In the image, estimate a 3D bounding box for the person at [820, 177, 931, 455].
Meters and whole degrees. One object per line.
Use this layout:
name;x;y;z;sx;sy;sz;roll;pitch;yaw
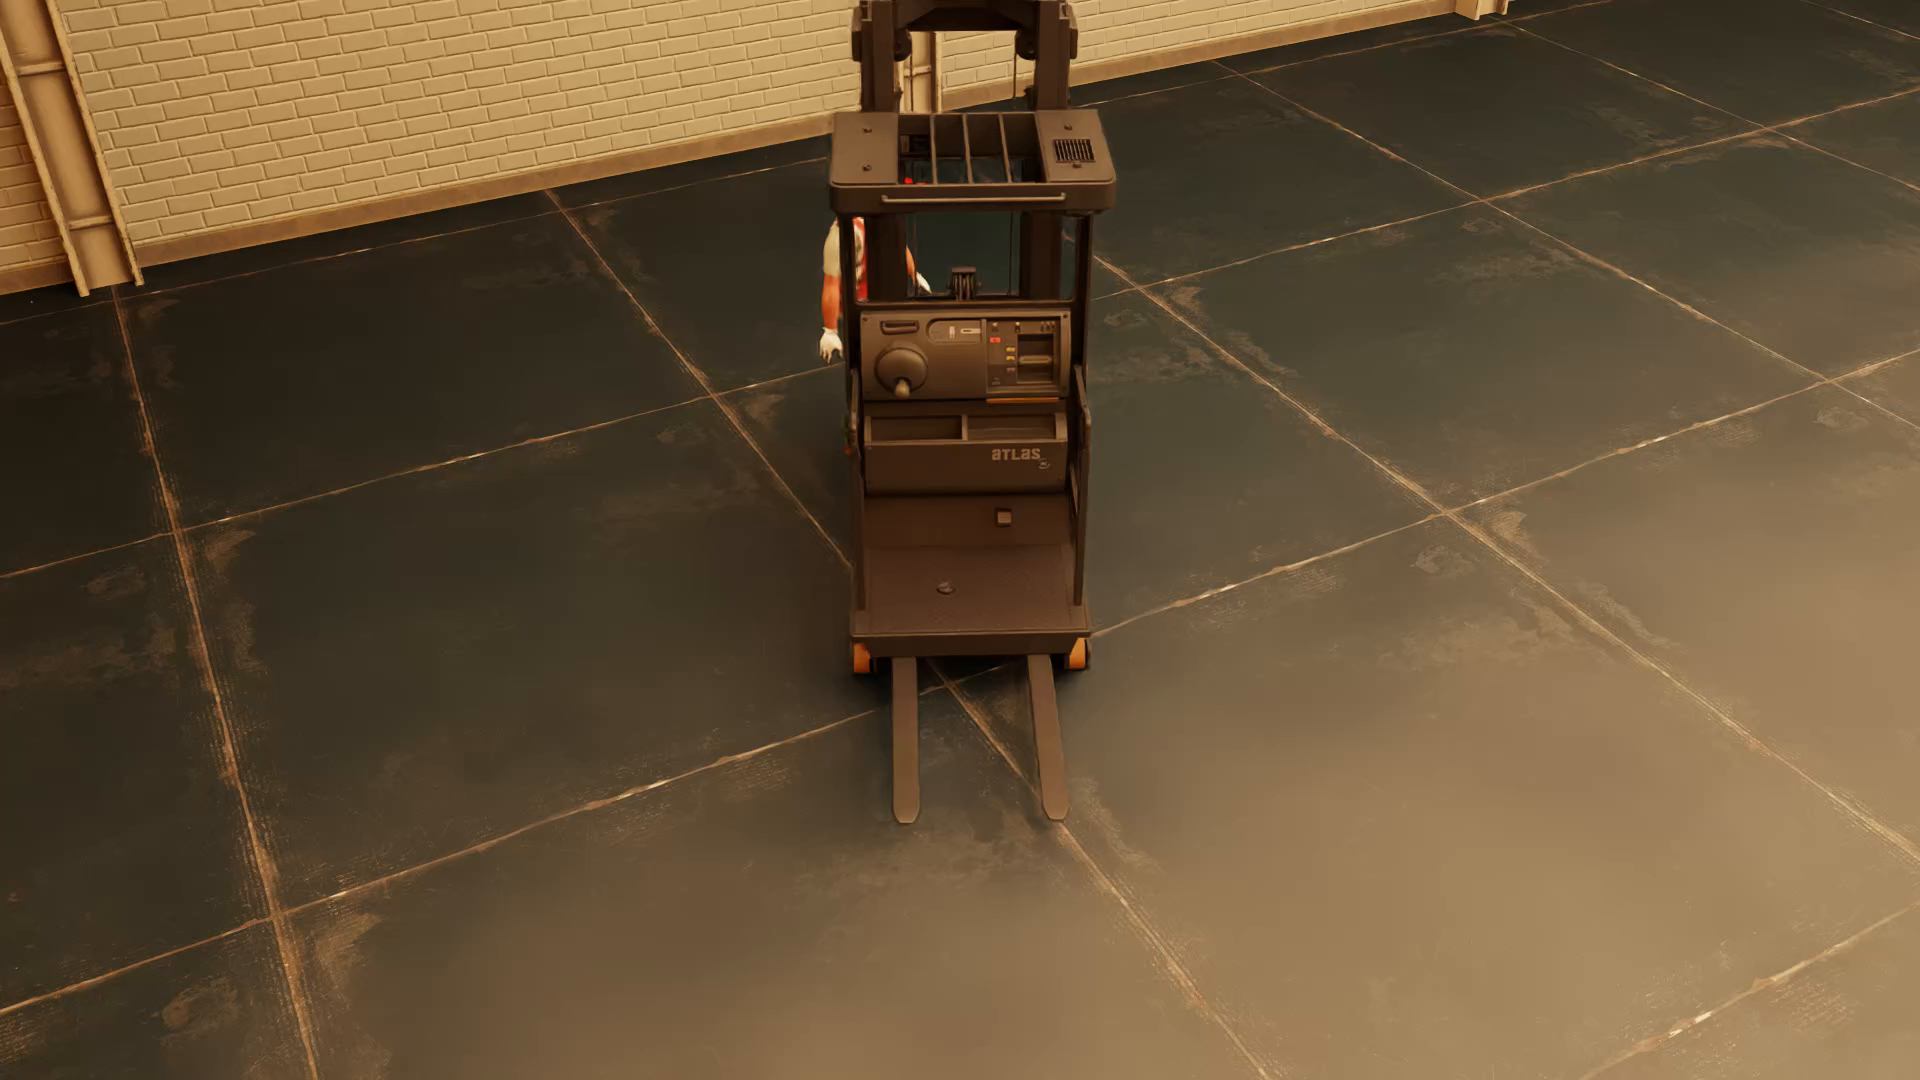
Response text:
person;-0.437;-1.227;8.877;0.413;1.757;0.805;19;40;25

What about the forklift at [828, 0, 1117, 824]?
forklift;0.035;-0.759;7.196;1.130;2.935;3.031;-1;35;-2
